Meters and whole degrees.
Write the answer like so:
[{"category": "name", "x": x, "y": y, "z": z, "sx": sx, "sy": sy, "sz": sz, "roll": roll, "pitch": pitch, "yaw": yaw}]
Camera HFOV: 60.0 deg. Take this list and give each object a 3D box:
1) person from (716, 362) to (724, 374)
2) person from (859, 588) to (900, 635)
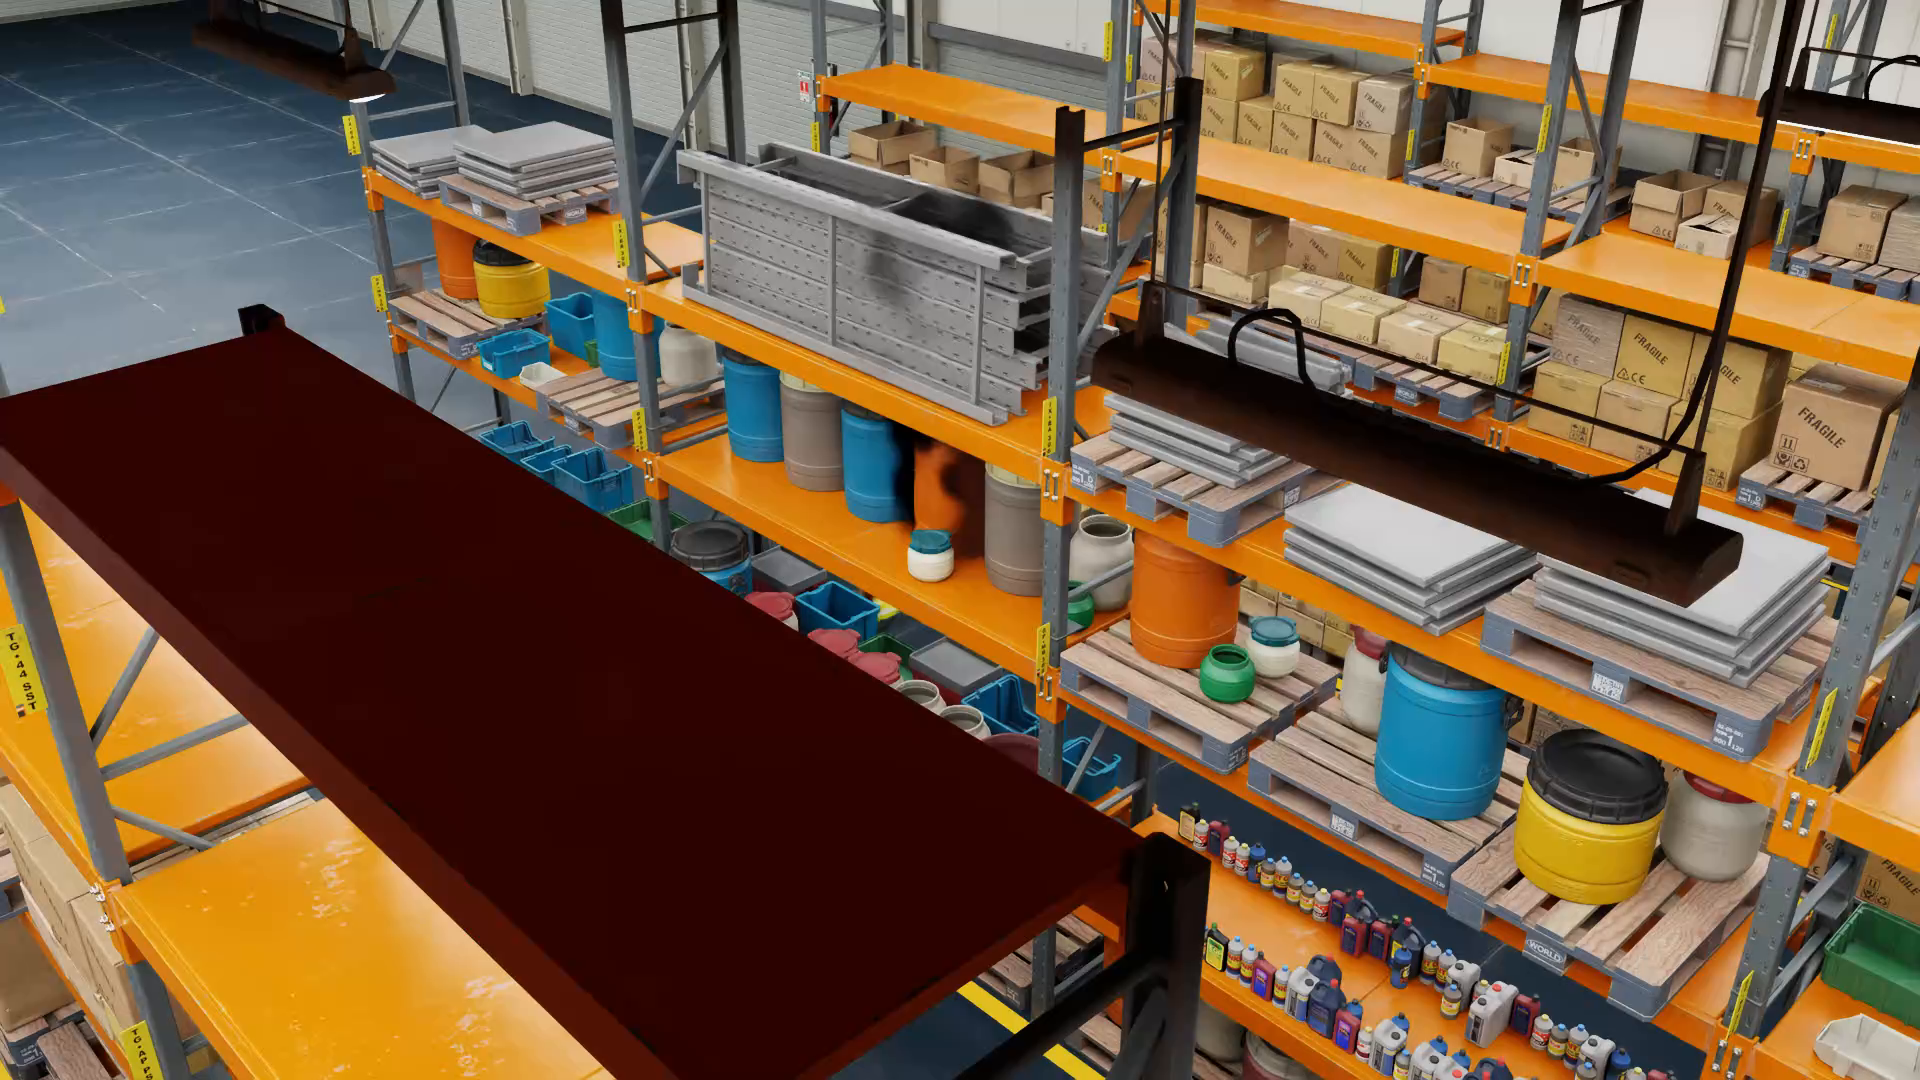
[{"category": "person", "x": -3.089, "y": -2.432, "z": 19.672, "sx": 0.702, "sy": 1.658, "sz": 0.589, "roll": -8, "pitch": 29, "yaw": -14}, {"category": "person", "x": -0.654, "y": 0.571, "z": 14.016, "sx": 0.605, "sy": 1.681, "sz": 0.696, "roll": 24, "pitch": 36, "yaw": 37}]
